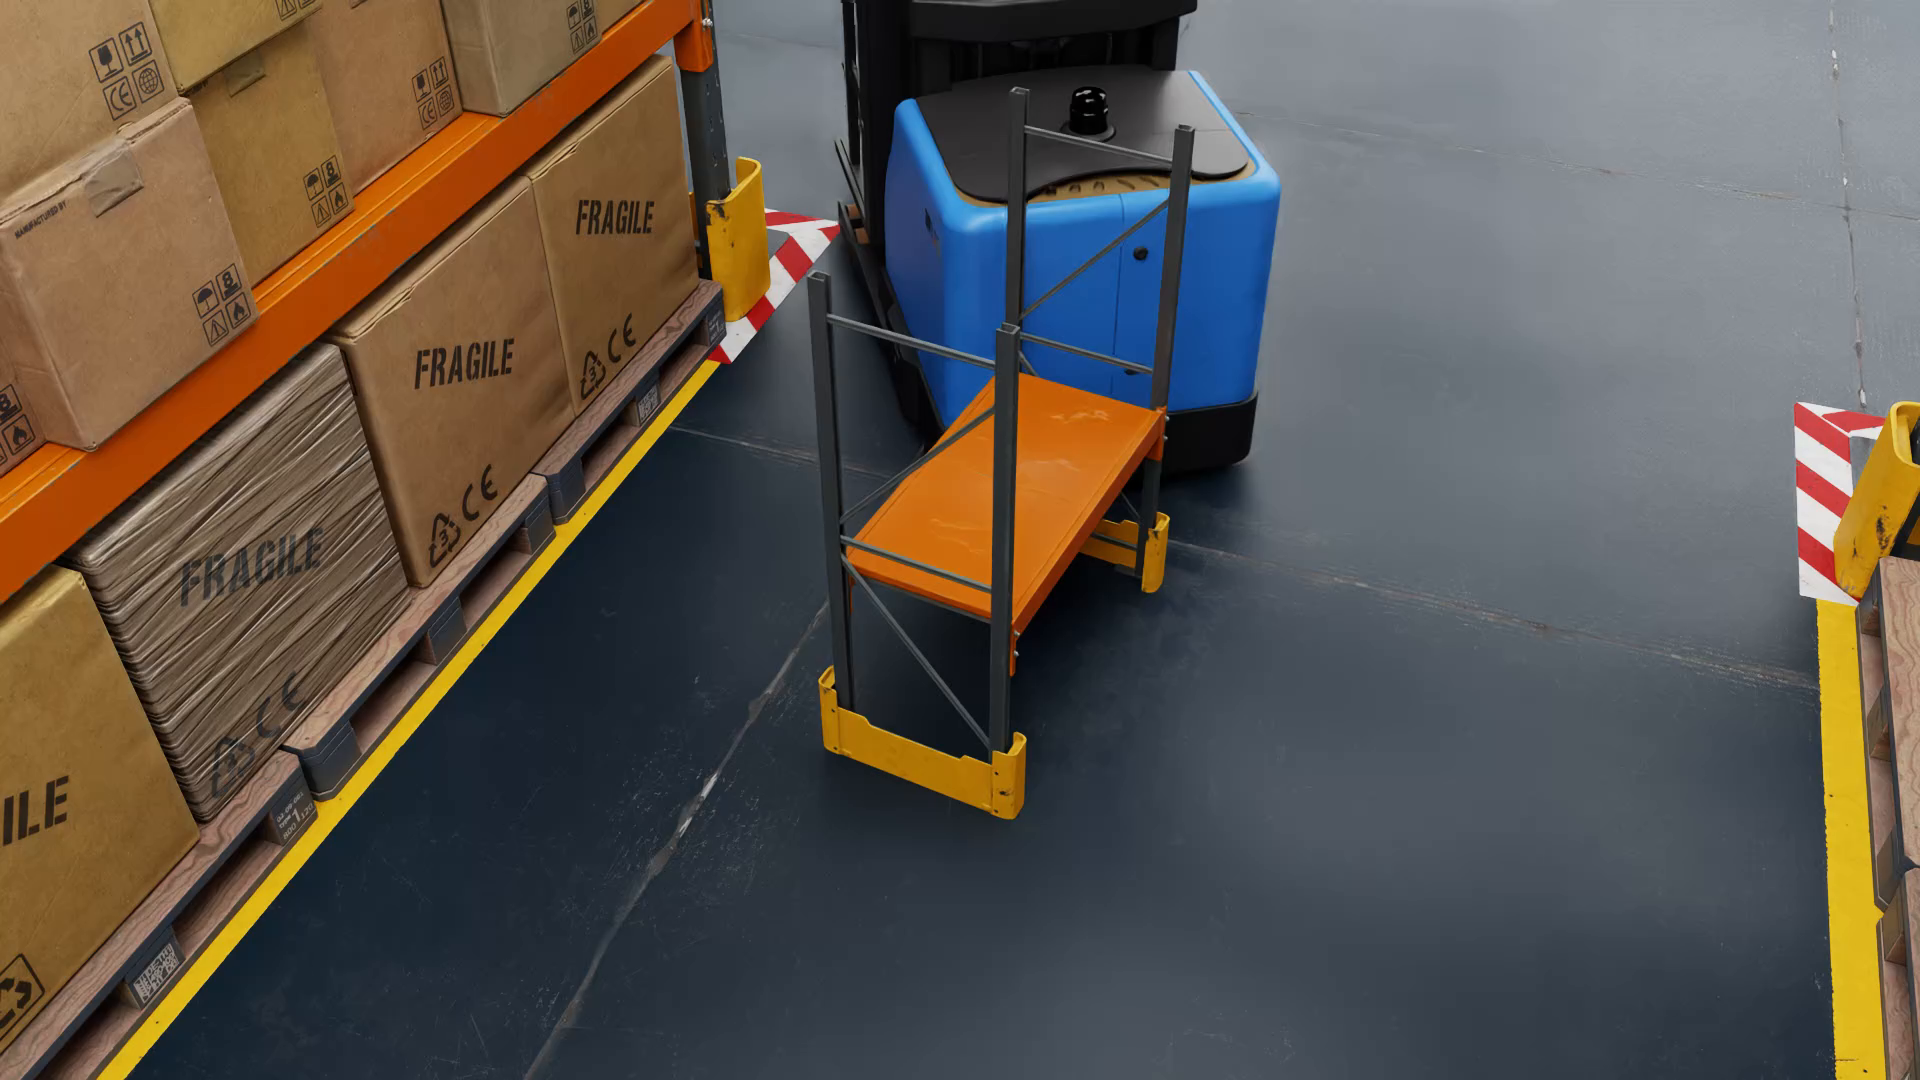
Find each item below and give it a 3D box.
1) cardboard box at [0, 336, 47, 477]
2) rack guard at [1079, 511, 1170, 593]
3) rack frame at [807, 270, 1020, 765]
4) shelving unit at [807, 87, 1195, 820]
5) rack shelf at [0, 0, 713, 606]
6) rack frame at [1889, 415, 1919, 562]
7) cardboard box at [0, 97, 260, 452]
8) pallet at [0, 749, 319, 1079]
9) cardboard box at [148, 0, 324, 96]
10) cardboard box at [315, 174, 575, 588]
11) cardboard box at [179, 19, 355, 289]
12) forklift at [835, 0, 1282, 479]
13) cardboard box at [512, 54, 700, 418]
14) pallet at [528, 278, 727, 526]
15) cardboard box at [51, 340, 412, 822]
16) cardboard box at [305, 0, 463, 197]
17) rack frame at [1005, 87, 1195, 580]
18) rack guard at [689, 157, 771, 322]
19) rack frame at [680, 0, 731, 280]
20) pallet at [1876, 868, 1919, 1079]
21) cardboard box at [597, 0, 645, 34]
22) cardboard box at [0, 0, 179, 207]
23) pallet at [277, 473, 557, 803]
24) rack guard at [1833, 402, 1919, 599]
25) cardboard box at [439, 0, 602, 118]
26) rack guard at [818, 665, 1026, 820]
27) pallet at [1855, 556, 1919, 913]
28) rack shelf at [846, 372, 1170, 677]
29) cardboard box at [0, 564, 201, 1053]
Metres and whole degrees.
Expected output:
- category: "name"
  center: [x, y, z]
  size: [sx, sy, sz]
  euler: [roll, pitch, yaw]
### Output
- category: "cardboard box"
  center: [-2.412, -0.346, 3.229]
  size: [0.875, 0.550, 0.550]
  euler: [13, 42, 15]
- category: "rack guard"
  center: [0.349, -0.038, 5.102]
  size: [0.587, 0.250, 0.087]
  euler: [18, 44, 20]
- category: "rack frame"
  center: [-0.104, 0.063, 4.021]
  size: [0.500, 1.500, 0.032]
  euler: [18, 44, 20]
- category: "shelving unit"
  center: [0.123, -0.226, 4.359]
  size: [0.587, 1.500, 1.083]
  euler: [18, 44, 20]
- category: "rack shelf"
  center: [-2.009, -0.667, 4.275]
  size: [1.077, 0.370, 4.000]
  euler: [13, 42, 15]
- category: "rack frame"
  center: [3.301, -0.998, 4.109]
  size: [1.000, 3.000, 0.127]
  euler: [13, 42, 15]
- category: "cardboard box"
  center: [-2.116, -0.650, 3.585]
  size: [0.875, 0.550, 0.550]
  euler: [13, 42, 15]
- category: "pallet"
  center: [-2.360, 0.893, 4.040]
  size: [1.003, 0.211, 1.213]
  euler: [13, 42, 15]
- category: "cardboard box"
  center: [-1.968, -1.392, 3.622]
  size: [0.875, 0.550, 0.500]
  euler: [13, 42, 15]
- category: "cardboard box"
  center: [-1.794, -0.547, 4.893]
  size: [0.875, 0.875, 0.875]
  euler: [13, 42, 14]
- category: "cardboard box"
  center: [-2.029, -0.995, 3.990]
  size: [0.875, 0.550, 0.500]
  euler: [13, 42, 15]
- category: "forklift"
  center: [0.138, -2.205, 5.576]
  size: [1.130, 2.935, 3.031]
  euler: [-8, 41, -10]
- category: "cardboard box"
  center: [-1.495, -1.084, 5.523]
  size: [0.875, 0.875, 0.875]
  euler: [14, 42, 15]
- category: "pallet"
  center: [-1.525, -0.595, 5.785]
  size: [1.003, 0.211, 1.213]
  euler: [13, 42, 15]
- category: "cardboard box"
  center: [-2.108, 0.009, 4.242]
  size: [0.875, 0.875, 0.875]
  euler: [14, 42, 15]
- category: "cardboard box"
  center: [-1.887, -1.328, 4.379]
  size: [0.875, 0.550, 0.550]
  euler: [13, 42, 15]
- category: "rack frame"
  center: [0.358, -0.525, 4.710]
  size: [0.500, 1.500, 0.032]
  euler: [18, 44, 20]
- category: "rack guard"
  center: [-1.317, -1.225, 6.300]
  size: [1.175, 0.500, 0.348]
  euler: [13, 42, 15]
- category: "rack frame"
  center: [-1.326, -2.161, 5.472]
  size: [1.000, 3.000, 0.127]
  euler: [13, 42, 15]
- category: "pallet"
  center: [2.545, 1.338, 3.519]
  size: [1.003, 0.211, 1.213]
  euler: [13, 42, 15]
- category: "cardboard box"
  center: [-1.410, -1.982, 5.146]
  size: [0.875, 0.550, 0.550]
  euler: [13, 42, 15]
- category: "cardboard box"
  center: [-2.142, -1.067, 3.241]
  size: [0.875, 0.550, 0.550]
  euler: [13, 42, 15]
- category: "pallet"
  center: [-1.944, 0.147, 4.916]
  size: [1.003, 0.211, 1.213]
  euler: [13, 42, 15]
- category: "rack guard"
  center: [3.275, -0.001, 4.866]
  size: [1.175, 0.500, 0.348]
  euler: [13, 42, 15]
- category: "cardboard box"
  center: [-1.577, -1.641, 4.747]
  size: [0.875, 0.550, 0.550]
  euler: [13, 42, 15]
- category: "rack guard"
  center: [-0.103, 0.538, 4.427]
  size: [0.587, 0.250, 0.087]
  euler: [18, 44, 20]
- category: "pallet"
  center: [2.964, 0.596, 4.388]
  size: [1.003, 0.211, 1.213]
  euler: [13, 42, 15]
- category: "rack shelf"
  center: [0.127, -0.094, 4.482]
  size: [0.538, 0.185, 1.000]
  euler: [18, 44, 20]
- category: "cardboard box"
  center: [-2.413, 0.559, 3.597]
  size: [0.875, 0.875, 0.875]
  euler: [14, 42, 16]
